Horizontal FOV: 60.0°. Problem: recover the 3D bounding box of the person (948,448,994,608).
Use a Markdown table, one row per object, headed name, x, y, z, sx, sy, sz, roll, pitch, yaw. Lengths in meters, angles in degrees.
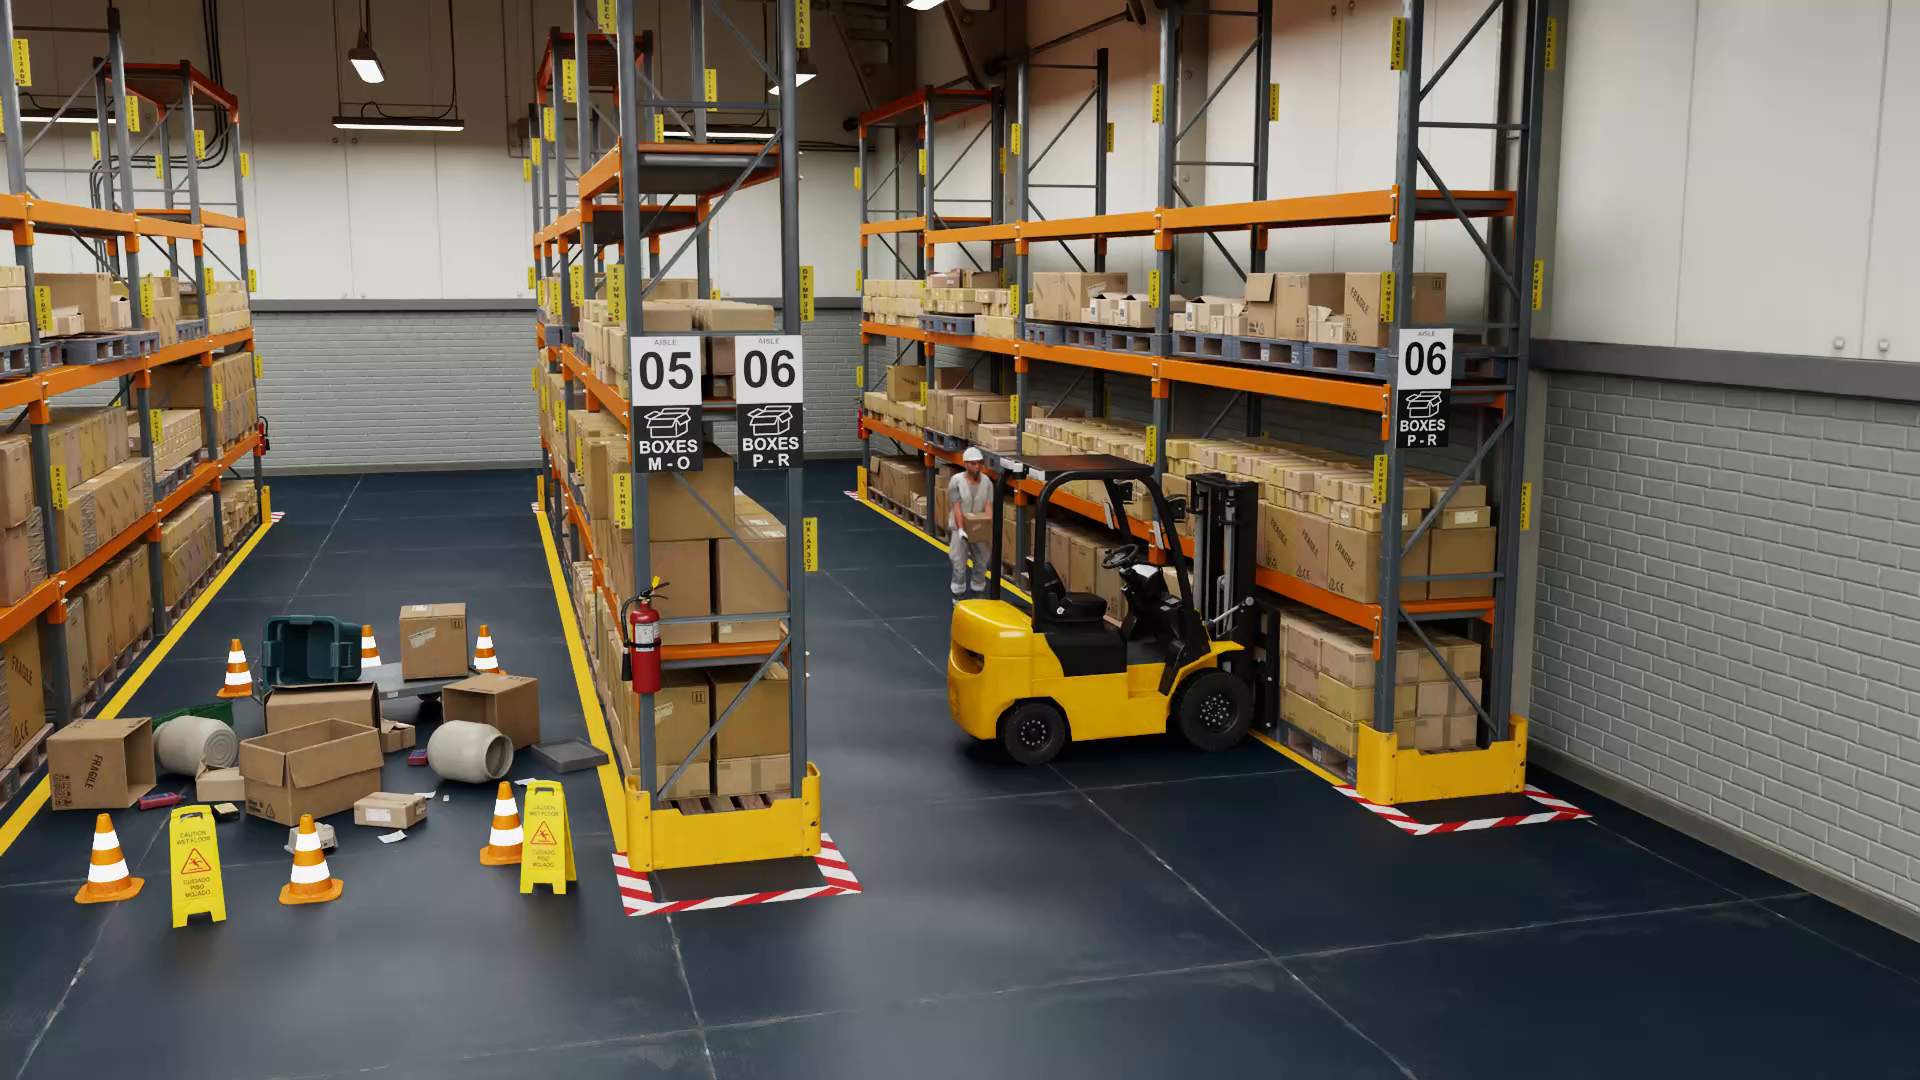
| name | x | y | z | sx | sy | sz | roll | pitch | yaw |
| --- | --- | --- | --- | --- | --- | --- | --- | --- | --- |
| person | 0.129 | -0.077 | 17.319 | 0.491 | 1.773 | 0.576 | -3 | 10 | -17 |
